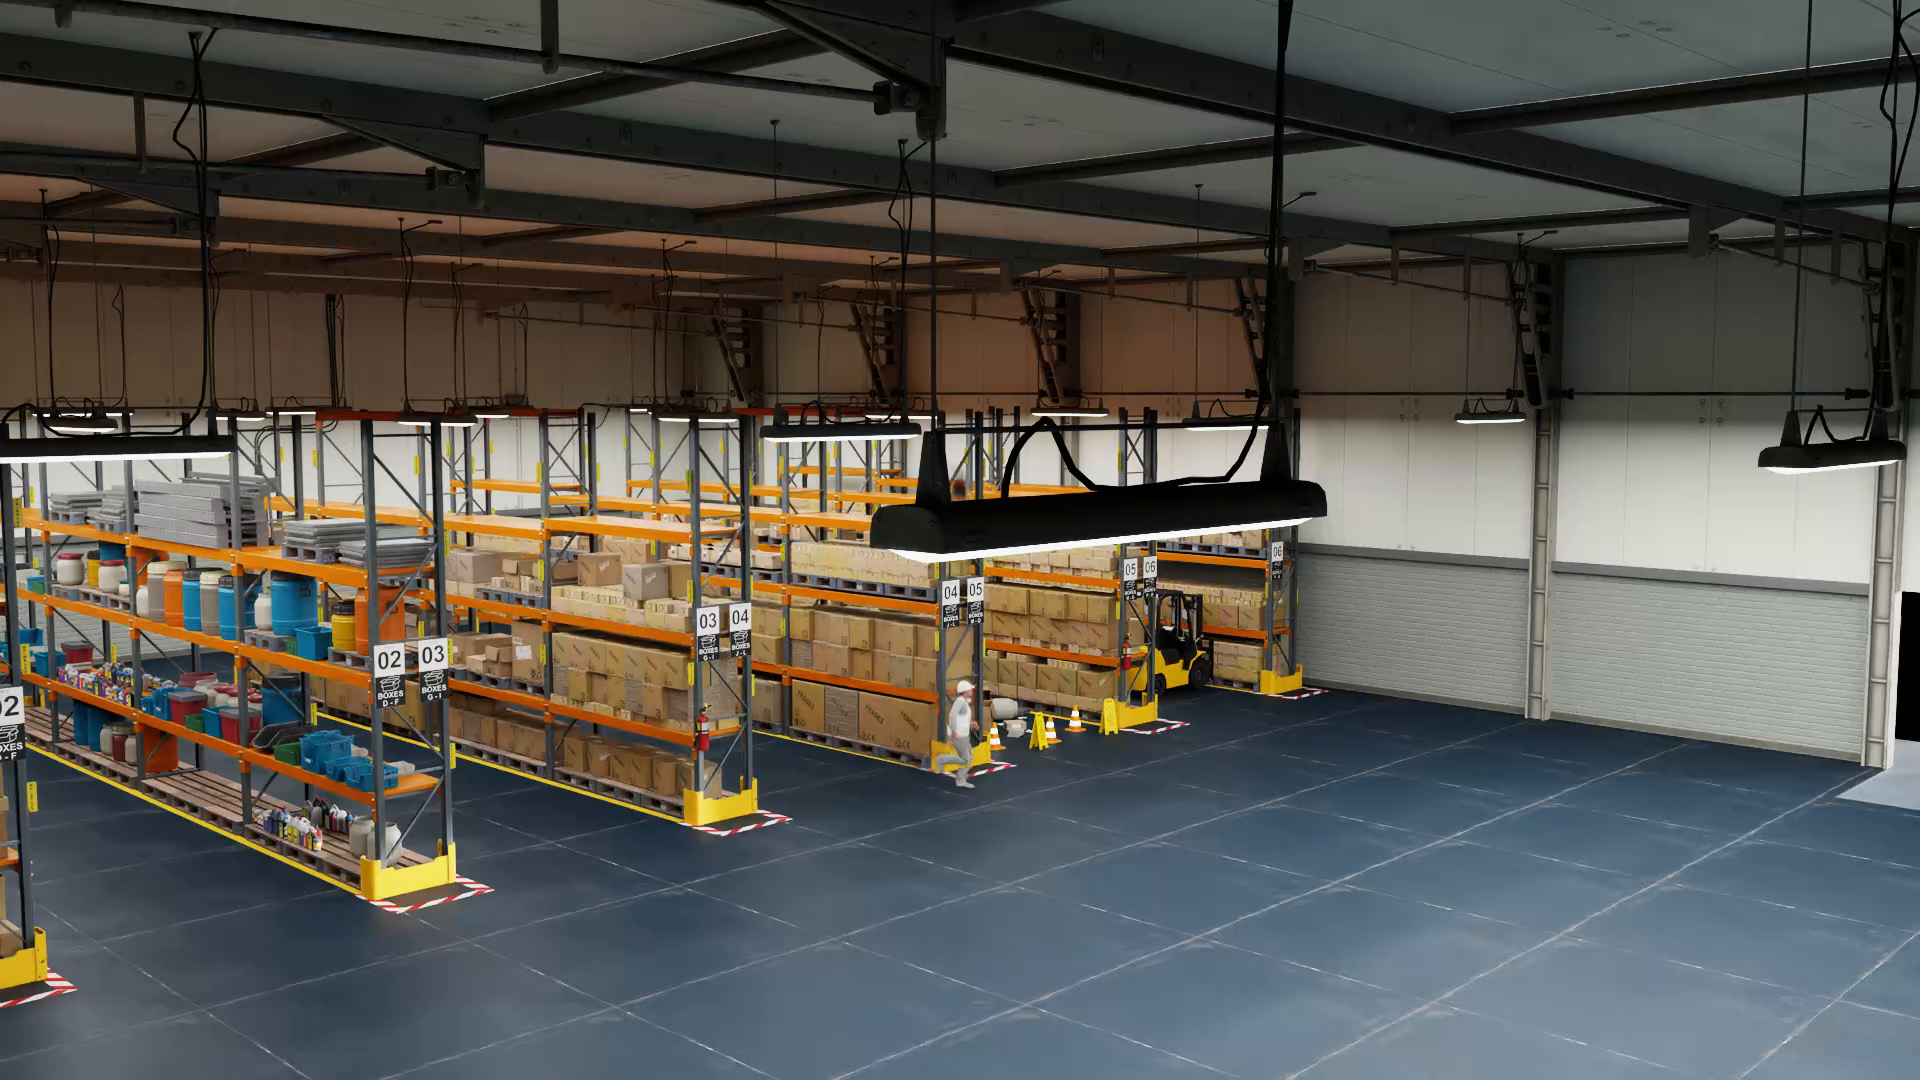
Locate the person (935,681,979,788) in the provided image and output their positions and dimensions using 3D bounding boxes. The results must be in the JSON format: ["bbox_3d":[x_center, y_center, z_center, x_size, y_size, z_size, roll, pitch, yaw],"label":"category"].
[{"bbox_3d":[-0.042,3.124,26.733,0.698,1.734,0.688,1,5,7],"label":"person"}]
